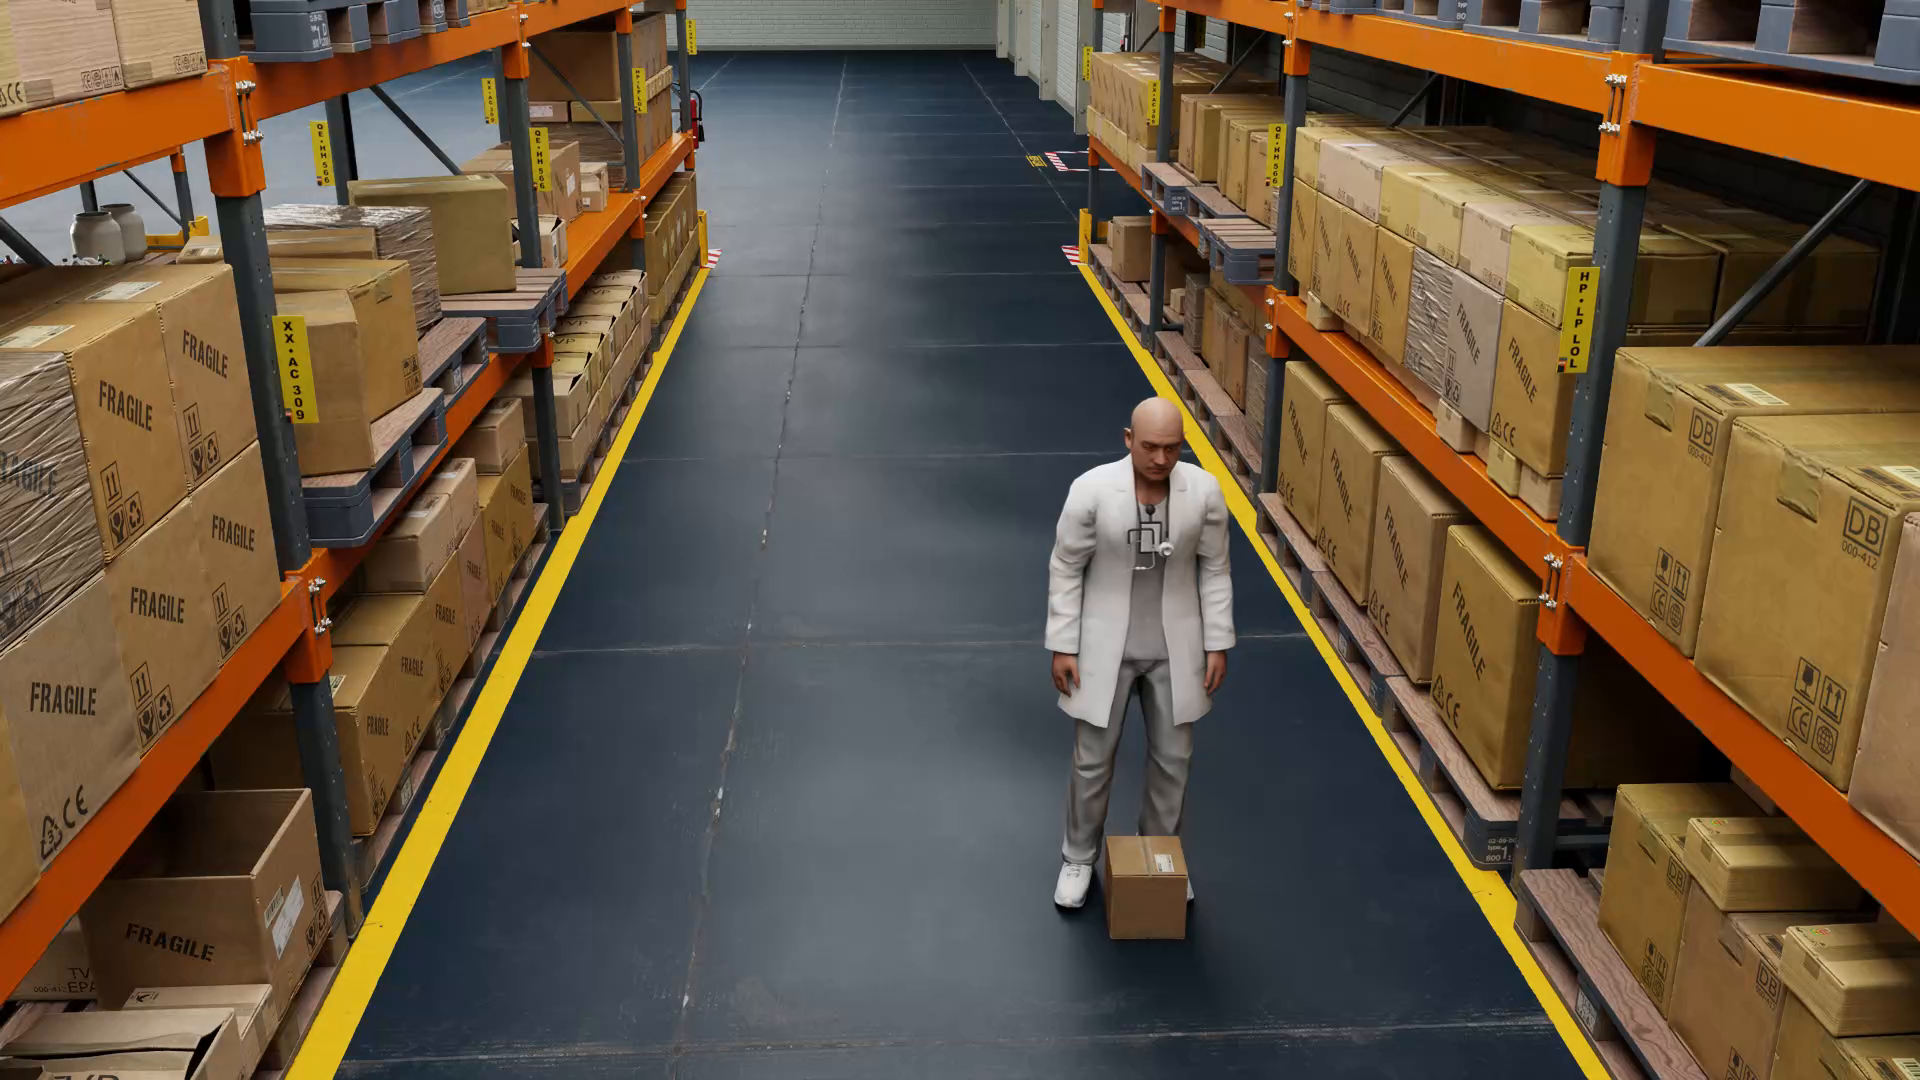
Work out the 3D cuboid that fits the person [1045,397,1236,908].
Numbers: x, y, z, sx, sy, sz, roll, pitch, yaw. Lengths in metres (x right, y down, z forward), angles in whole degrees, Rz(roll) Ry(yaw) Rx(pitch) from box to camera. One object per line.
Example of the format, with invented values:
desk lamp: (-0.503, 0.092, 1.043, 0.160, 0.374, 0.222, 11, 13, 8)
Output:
person: (0.602, 0.371, 5.581, 0.642, 1.774, 0.421, -1, 20, -3)
